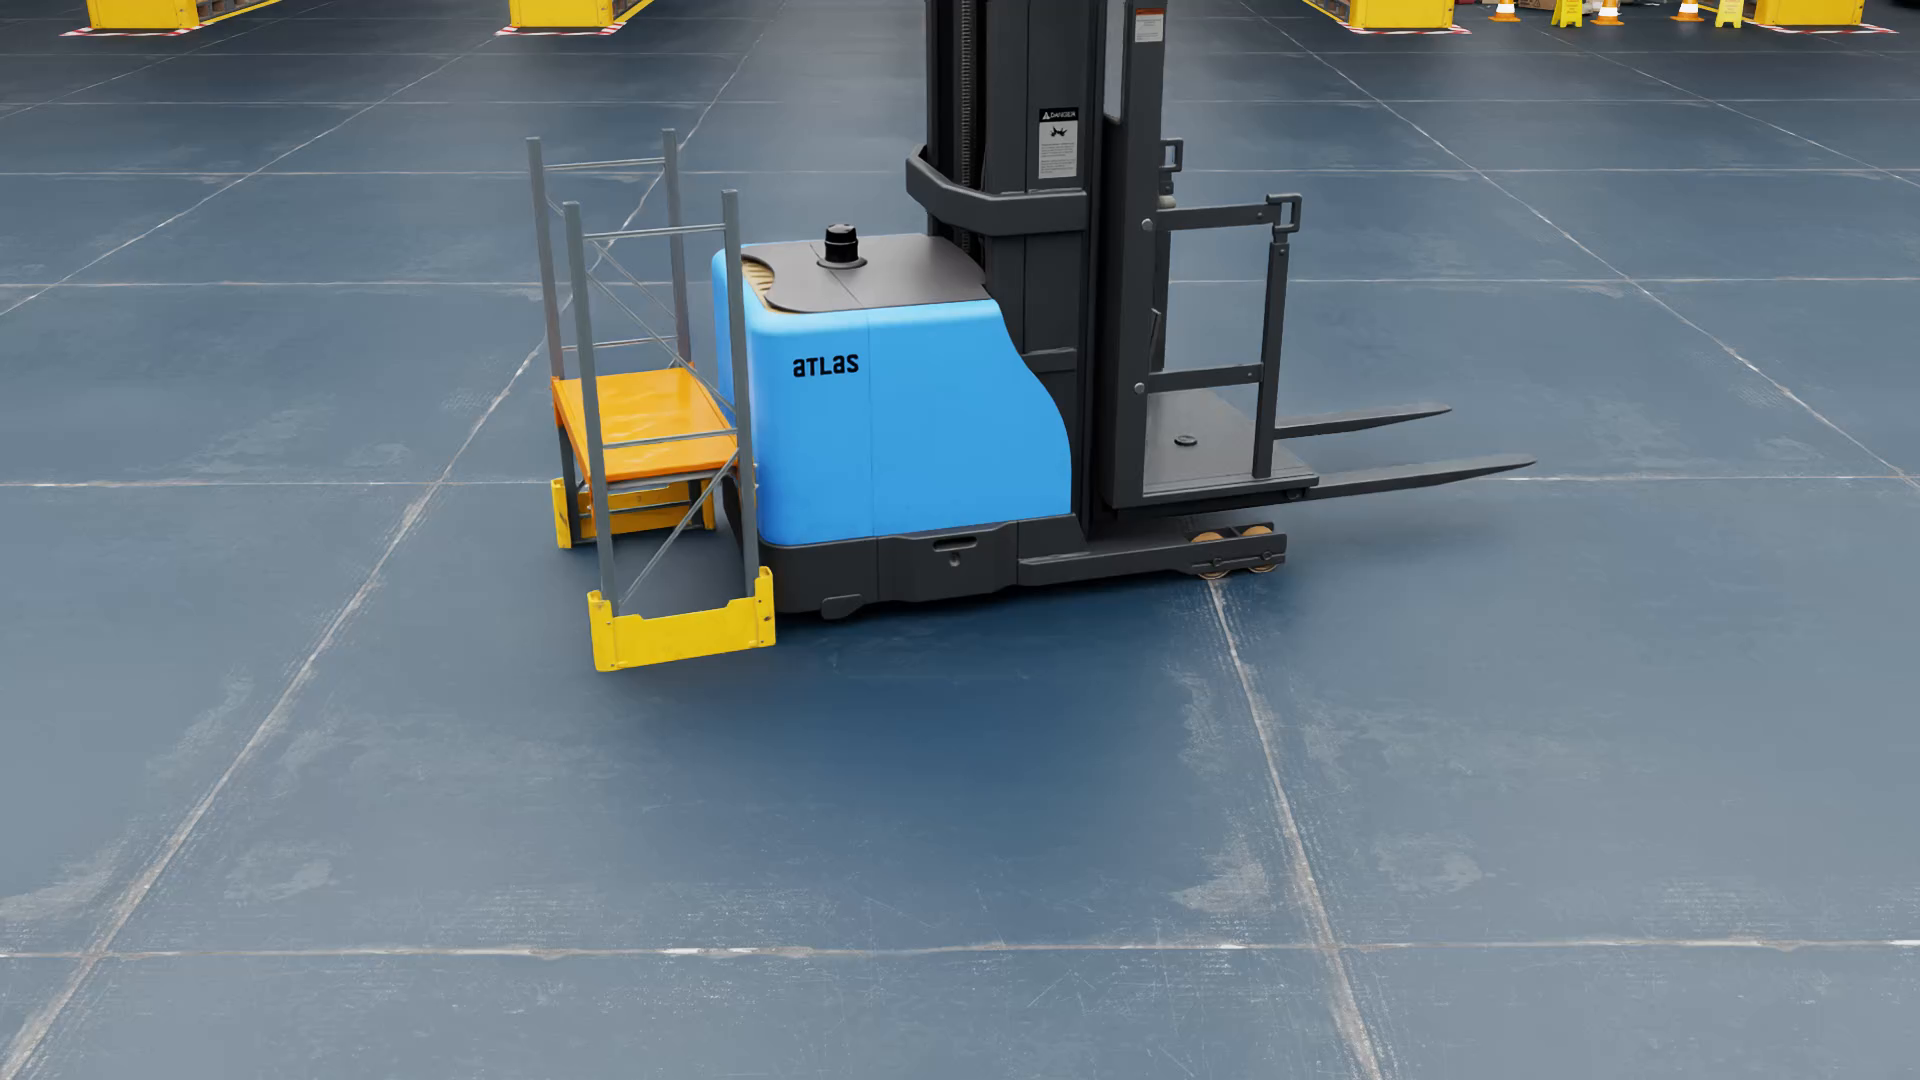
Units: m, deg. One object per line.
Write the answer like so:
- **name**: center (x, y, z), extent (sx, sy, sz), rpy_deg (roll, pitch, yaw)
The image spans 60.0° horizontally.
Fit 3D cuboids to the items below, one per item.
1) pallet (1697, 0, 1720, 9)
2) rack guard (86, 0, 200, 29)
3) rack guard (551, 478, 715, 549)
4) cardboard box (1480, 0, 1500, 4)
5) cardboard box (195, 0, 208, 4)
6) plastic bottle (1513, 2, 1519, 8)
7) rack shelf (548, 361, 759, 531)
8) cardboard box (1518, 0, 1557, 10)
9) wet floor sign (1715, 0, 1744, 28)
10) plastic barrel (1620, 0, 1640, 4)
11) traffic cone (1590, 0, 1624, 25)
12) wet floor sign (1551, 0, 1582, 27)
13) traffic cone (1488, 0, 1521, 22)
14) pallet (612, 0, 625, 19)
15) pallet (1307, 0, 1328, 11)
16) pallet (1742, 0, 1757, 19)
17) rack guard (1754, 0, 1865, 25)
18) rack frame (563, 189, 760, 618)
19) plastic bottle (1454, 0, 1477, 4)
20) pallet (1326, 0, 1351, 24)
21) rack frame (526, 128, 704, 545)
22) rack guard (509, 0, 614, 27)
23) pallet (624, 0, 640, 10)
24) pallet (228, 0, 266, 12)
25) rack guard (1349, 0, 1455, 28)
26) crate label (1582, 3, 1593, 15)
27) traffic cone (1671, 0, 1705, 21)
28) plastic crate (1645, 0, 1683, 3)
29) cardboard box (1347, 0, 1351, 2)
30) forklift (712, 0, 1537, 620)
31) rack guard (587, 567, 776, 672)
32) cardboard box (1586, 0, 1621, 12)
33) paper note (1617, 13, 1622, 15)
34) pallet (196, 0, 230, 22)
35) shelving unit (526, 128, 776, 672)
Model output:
- **pallet**: center (10.188, -7.144, 21.790), extent (1.003, 0.211, 1.213), rpy_deg (0, 24, -1)
- **rack guard**: center (-9.642, -6.311, 19.596), extent (1.175, 0.500, 0.348), rpy_deg (0, 24, -1)
- **rack guard**: center (-1.221, -0.133, 6.240), extent (0.587, 0.250, 0.087), rpy_deg (-8, 26, -17)
- **cardboard box**: center (7.041, -7.186, 21.815), extent (0.396, 0.266, 0.258), rpy_deg (4, 25, 9)
- **cardboard box**: center (-9.426, -6.620, 20.074), extent (0.500, 0.250, 0.500), rpy_deg (0, 24, -1)
- **plastic bottle**: center (7.065, -6.908, 21.450), extent (0.133, 0.061, 0.283), rpy_deg (-9, 26, -19)
- **rack shelf**: center (-1.055, -0.341, 5.619), extent (0.538, 0.185, 1.000), rpy_deg (-8, 26, -17)
- **cardboard box**: center (7.622, -7.122, 21.386), extent (0.797, 0.503, 0.637), rpy_deg (-19, 31, -36)
- **wet floor sign**: center (9.105, -6.391, 19.598), extent (0.267, 0.644, 0.232), rpy_deg (8, 26, 18)
- **plastic barrel**: center (8.636, -7.217, 21.694), extent (0.512, 0.421, 0.421), rpy_deg (19, 30, 35)
- **traffic cone**: center (7.772, -6.417, 19.877), extent (0.336, 0.463, 0.334), rpy_deg (0, 24, -1)
- **wet floor sign**: center (7.204, -6.407, 19.634), extent (0.267, 0.644, 0.232), rpy_deg (-4, 25, -10)
- **traffic cone**: center (6.638, -6.552, 20.176), extent (0.336, 0.463, 0.334), rpy_deg (0, 24, -1)
- **pallet**: center (-4.741, -6.575, 20.532), extent (1.003, 0.211, 1.213), rpy_deg (0, 24, -1)
- **pallet**: center (5.127, -7.043, 21.566), extent (1.003, 0.211, 1.213), rpy_deg (0, 24, -1)
- **pallet**: center (10.198, -6.643, 20.681), extent (1.003, 0.211, 1.213), rpy_deg (0, 24, -1)
- **rack guard**: center (10.172, -6.439, 19.881), extent (1.175, 0.500, 0.348), rpy_deg (0, 24, -1)
- **rack frame**: center (-0.889, -0.307, 5.108), extent (0.500, 1.500, 0.032), rpy_deg (-8, 26, -17)
- **plastic bottle**: center (6.623, -7.057, 21.779), extent (0.283, 0.061, 0.133), rpy_deg (-9, 26, -19)
- **pallet**: center (5.137, -6.542, 20.458), extent (1.003, 0.211, 1.213), rpy_deg (0, 24, -1)
- **rack frame**: center (-1.222, -0.703, 5.983), extent (0.500, 1.500, 0.032), rpy_deg (-8, 26, -17)
- **rack guard**: center (-4.737, -6.372, 19.733), extent (1.175, 0.500, 0.348), rpy_deg (0, 24, -1)
- **pallet**: center (-4.751, -7.077, 21.641), extent (1.003, 0.211, 1.213), rpy_deg (0, 24, -1)
- **pallet**: center (-9.703, -7.005, 21.483), extent (1.003, 0.211, 1.213), rpy_deg (0, 24, -1)
- **rack guard**: center (5.224, -6.334, 19.649), extent (1.175, 0.500, 0.348), rpy_deg (0, 24, -1)
- **crate label**: center (7.701, -6.593, 20.660), extent (0.250, 0.136, 0.298), rpy_deg (-14, 28, -28)
- **traffic cone**: center (8.878, -6.562, 20.198), extent (0.336, 0.463, 0.334), rpy_deg (0, 24, -1)
- **plastic crate**: center (9.326, -7.214, 22.104), extent (0.402, 0.080, 0.583), rpy_deg (-9, 26, -19)
- **cardboard box**: center (5.150, -6.985, 20.124), extent (0.875, 0.875, 0.875), rpy_deg (0, 24, 0)
- **forklift**: center (0.672, -1.396, 5.779), extent (3.031, 2.935, 1.130), rpy_deg (-7, 25, -15)
- **rack guard**: center (-0.894, 0.255, 5.382), extent (0.587, 0.250, 0.087), rpy_deg (-8, 26, -17)
- **cardboard box**: center (8.138, -6.779, 21.057), extent (0.380, 0.149, 0.250), rpy_deg (13, 27, 27)
- **paper note**: center (8.172, -6.575, 20.750), extent (0.148, 0.019, 0.142), rpy_deg (-9, 26, -19)
- **pallet**: center (-9.693, -6.504, 20.374), extent (1.003, 0.211, 1.213), rpy_deg (0, 24, -1)
- **shelving unit**: center (-1.059, -0.509, 5.553), extent (0.587, 1.500, 1.083), rpy_deg (-8, 26, -17)
